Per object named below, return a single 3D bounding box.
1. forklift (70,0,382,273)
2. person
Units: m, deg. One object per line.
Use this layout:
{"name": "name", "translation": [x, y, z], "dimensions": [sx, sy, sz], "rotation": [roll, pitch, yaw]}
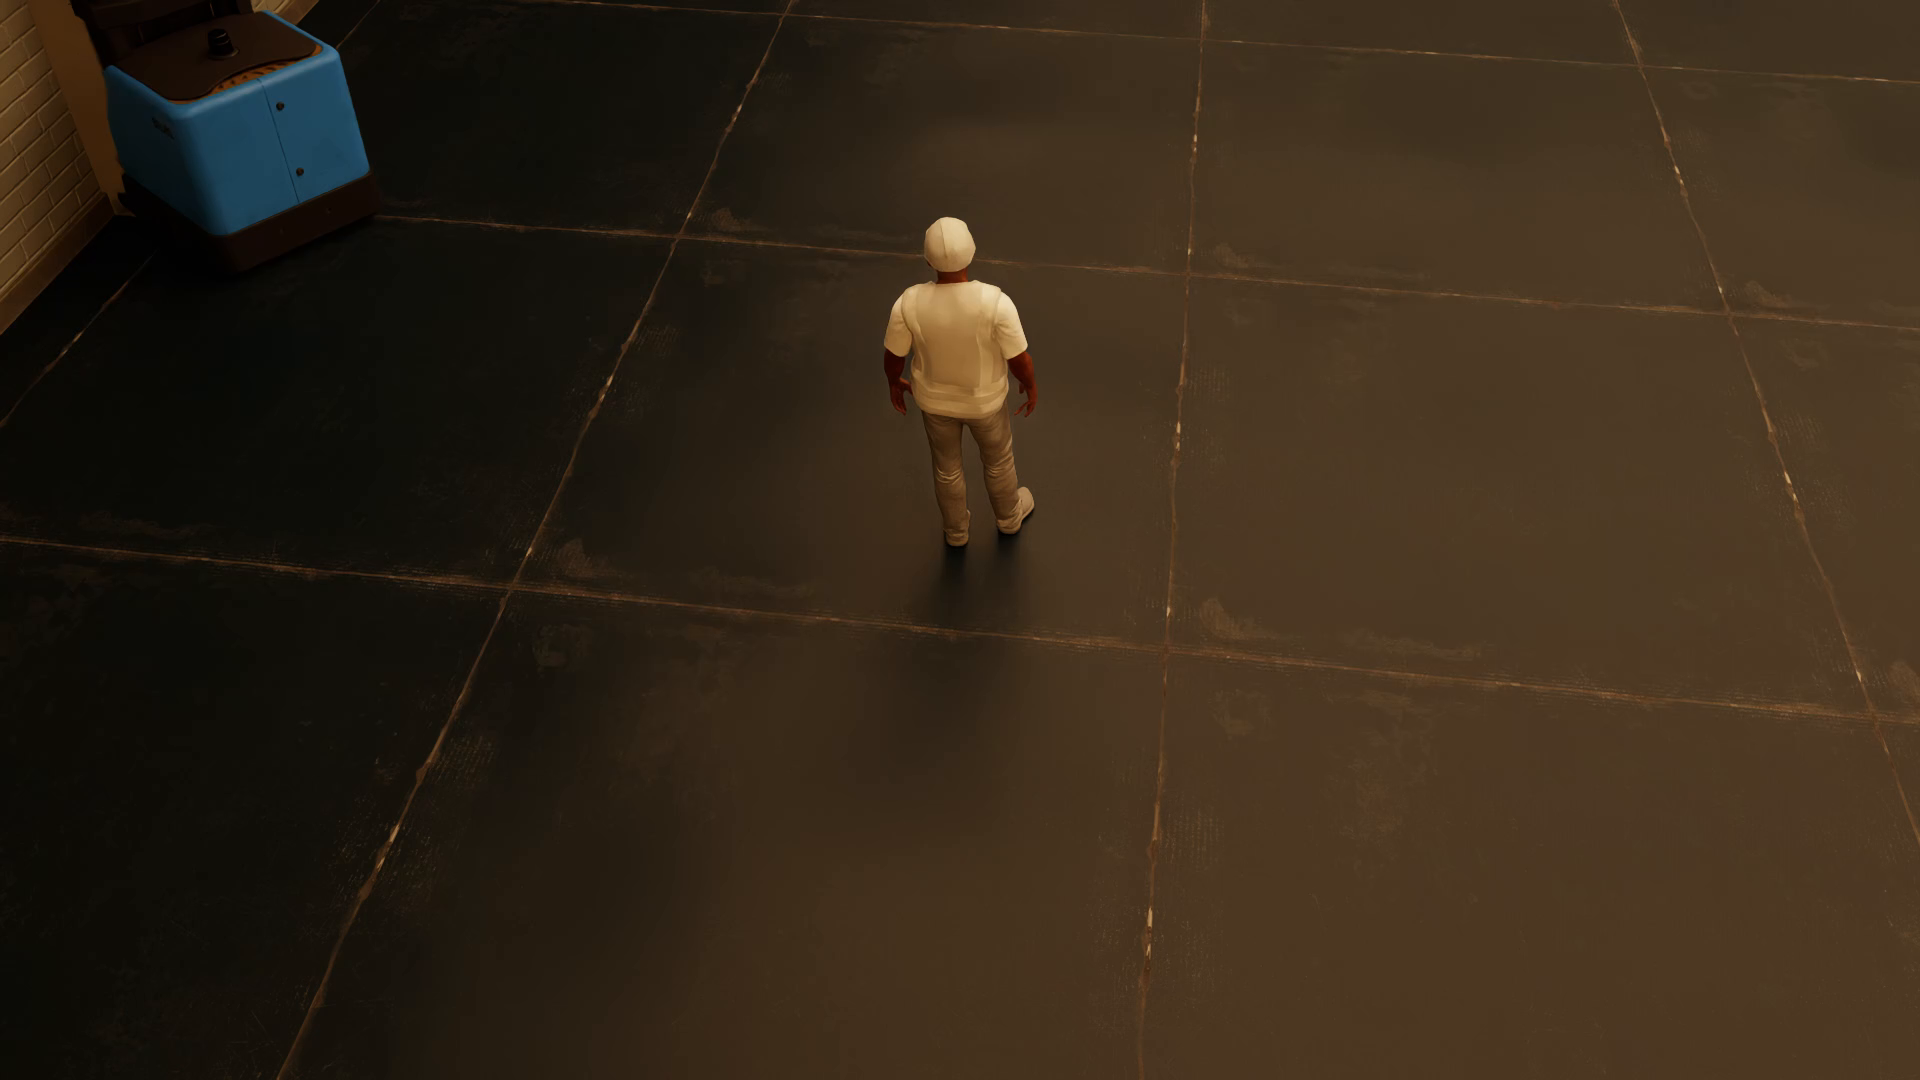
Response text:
{"name": "forklift", "translation": [-4.889, -3.462, 9.493], "dimensions": [3.031, 2.935, 1.130], "rotation": [32, 51, 30]}
{"name": "person", "translation": [0.015, -0.702, 7.338], "dimensions": [0.665, 1.765, 0.577], "rotation": [5, 43, 6]}
